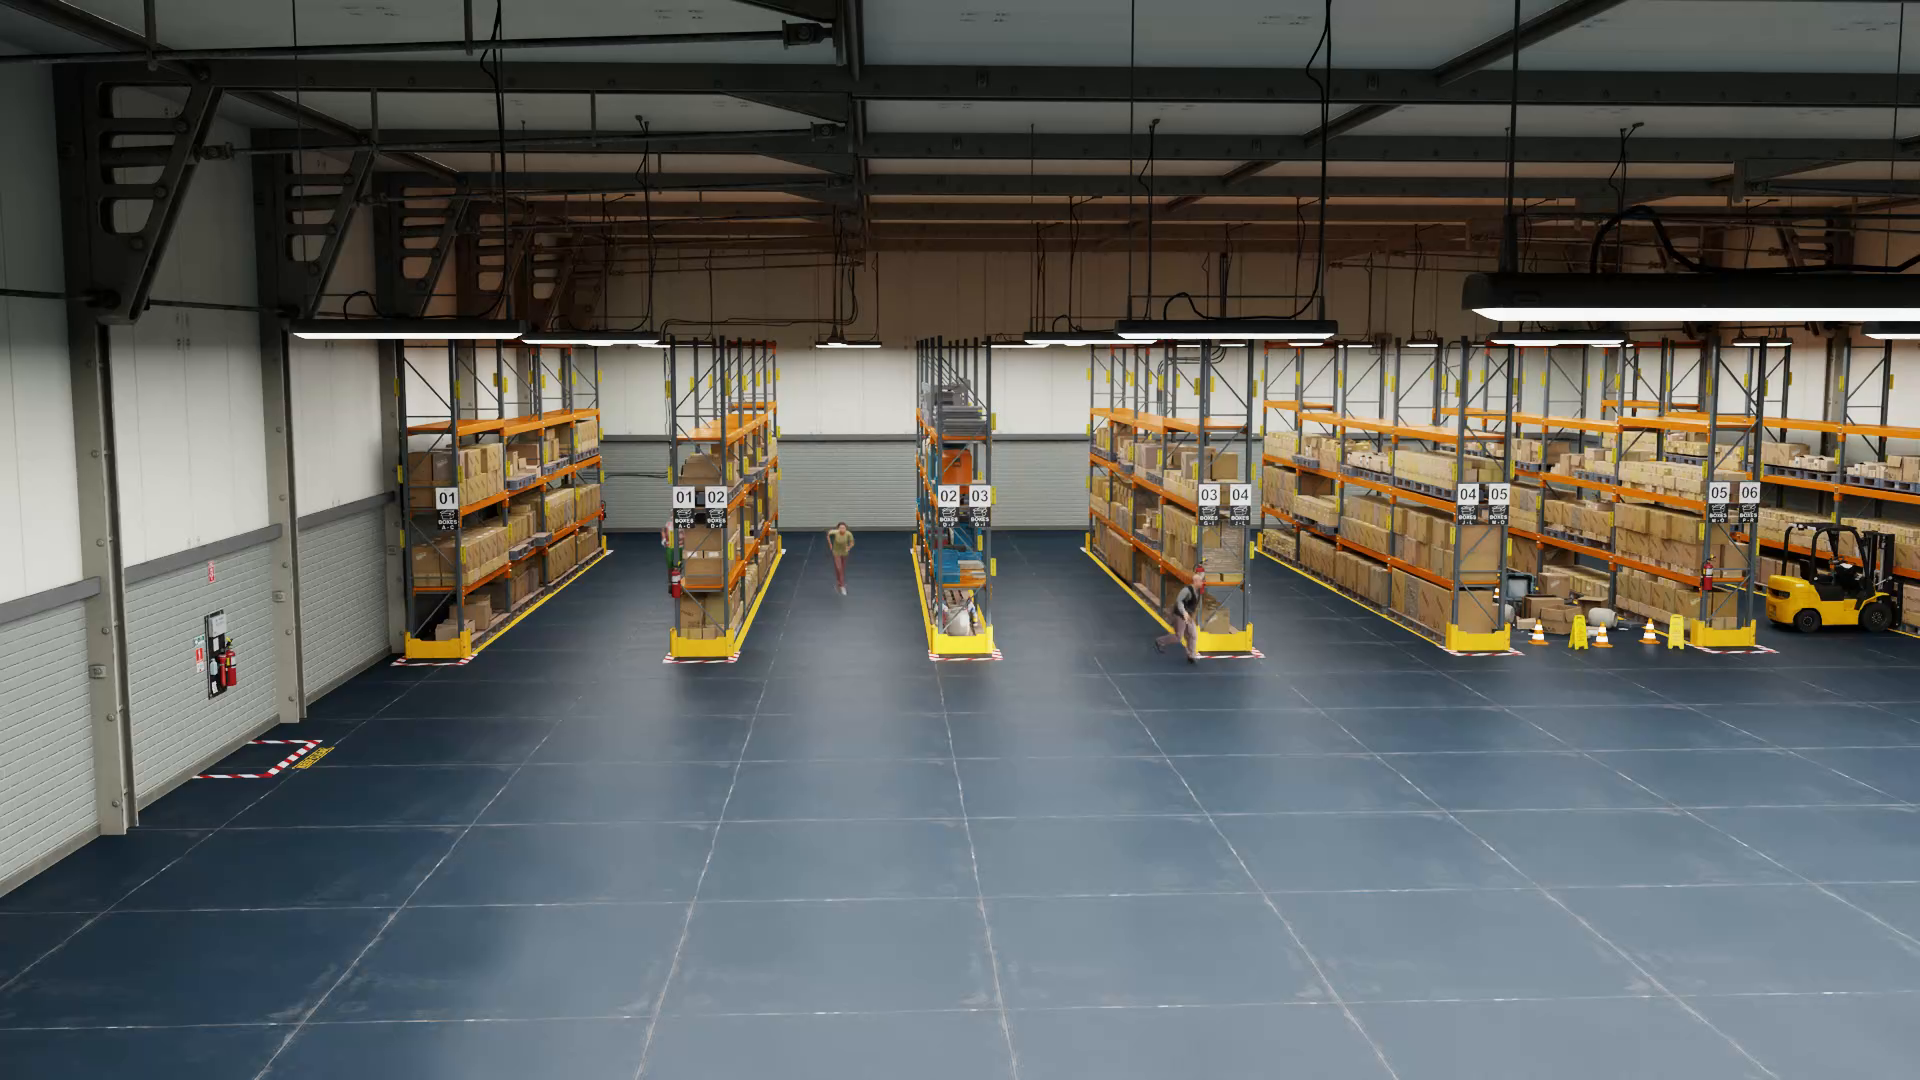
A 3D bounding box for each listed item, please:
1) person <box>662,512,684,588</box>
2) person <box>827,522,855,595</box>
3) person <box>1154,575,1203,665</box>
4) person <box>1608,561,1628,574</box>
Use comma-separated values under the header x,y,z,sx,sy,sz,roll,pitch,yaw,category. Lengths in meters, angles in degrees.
x,y,z,sx,sy,sz,roll,pitch,yaw,category
-6.974,0.206,40.610,0.652,1.805,0.983,0,6,-1,person
-2.709,0.372,37.822,0.615,1.653,0.935,-1,7,-6,person
4.049,1.443,30.697,0.955,1.679,0.676,4,7,30,person
15.957,0.249,40.235,0.688,1.781,0.950,-1,7,-8,person
